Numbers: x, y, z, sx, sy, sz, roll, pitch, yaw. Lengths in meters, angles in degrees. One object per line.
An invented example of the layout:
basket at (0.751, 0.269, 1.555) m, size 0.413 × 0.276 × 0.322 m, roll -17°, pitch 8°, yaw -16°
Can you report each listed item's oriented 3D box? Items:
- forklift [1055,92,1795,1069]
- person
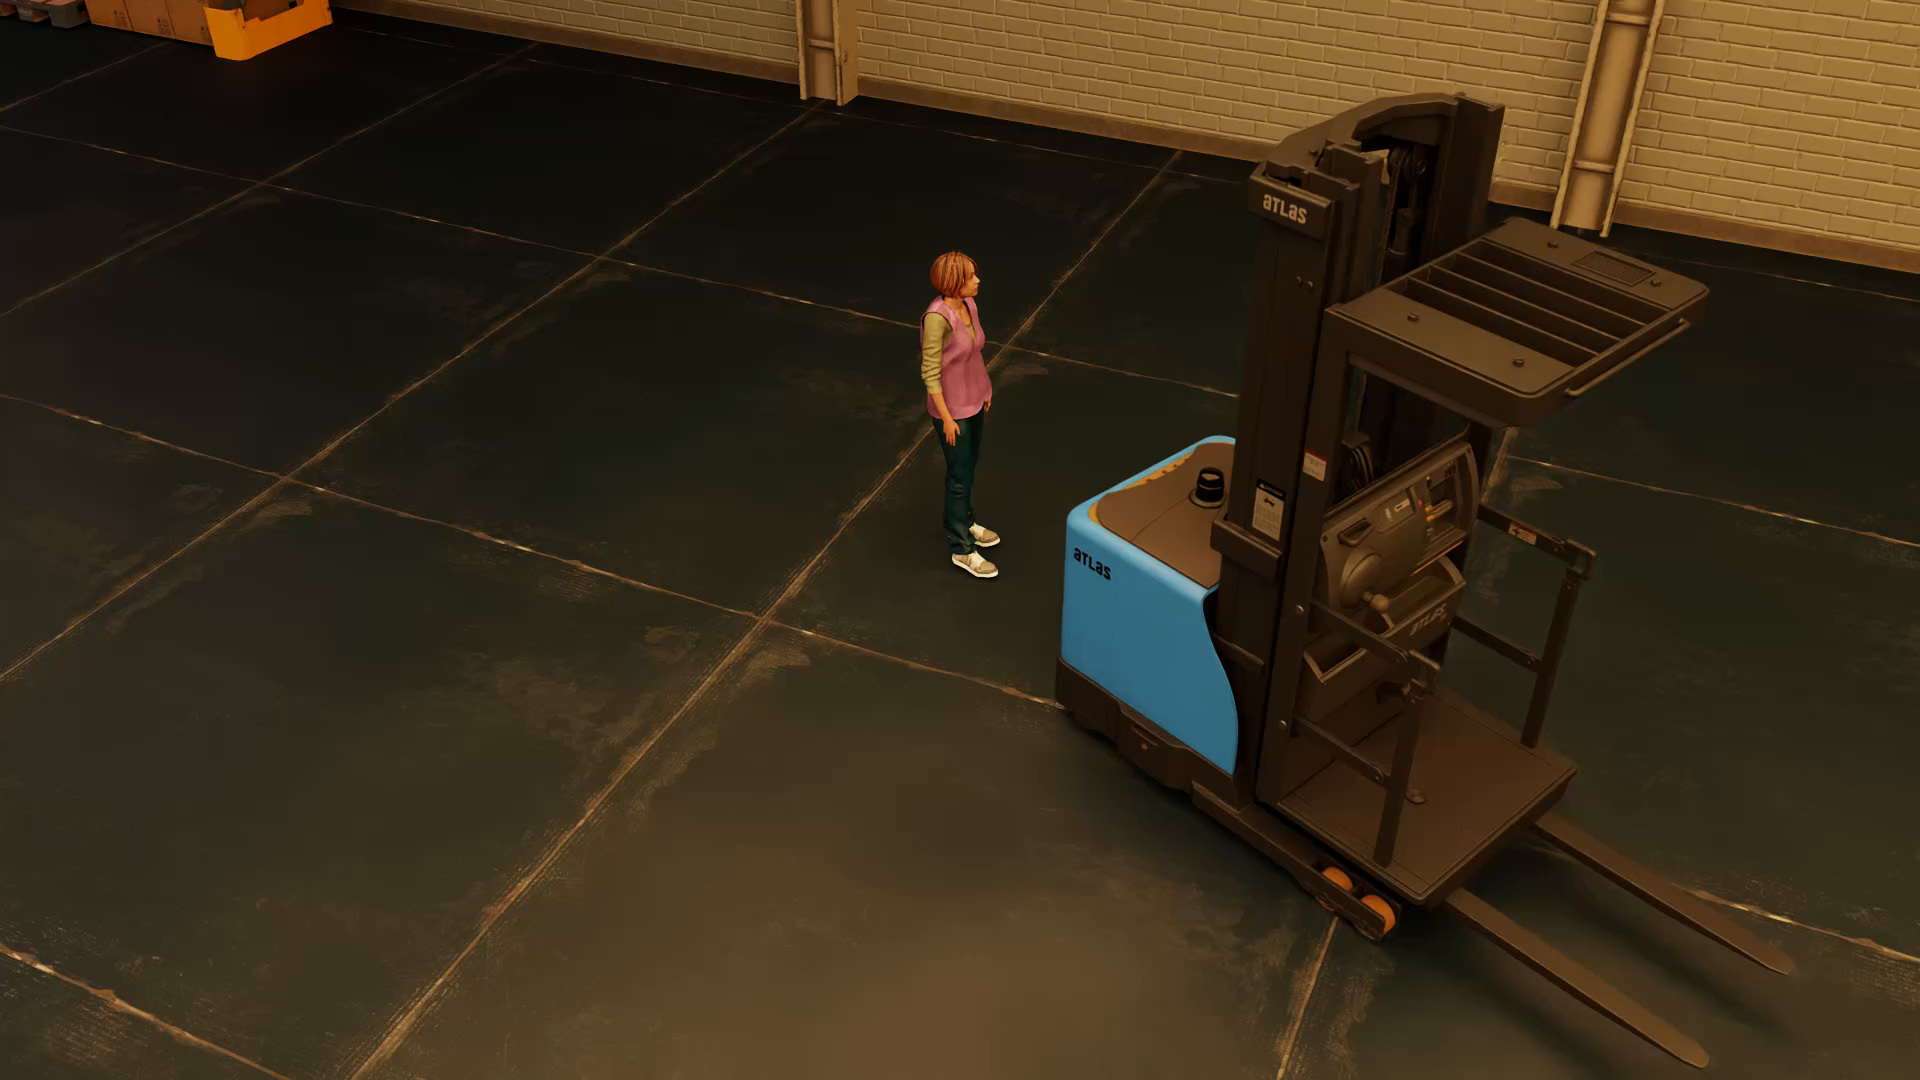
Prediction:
forklift at (1.784, 0.013, 6.068) m, size 1.130 × 2.935 × 3.031 m, roll -27°, pitch 44°, yaw -33°
person at (0.061, -0.631, 8.107) m, size 0.476 × 1.597 × 0.520 m, roll 15°, pitch 38°, yaw 20°
